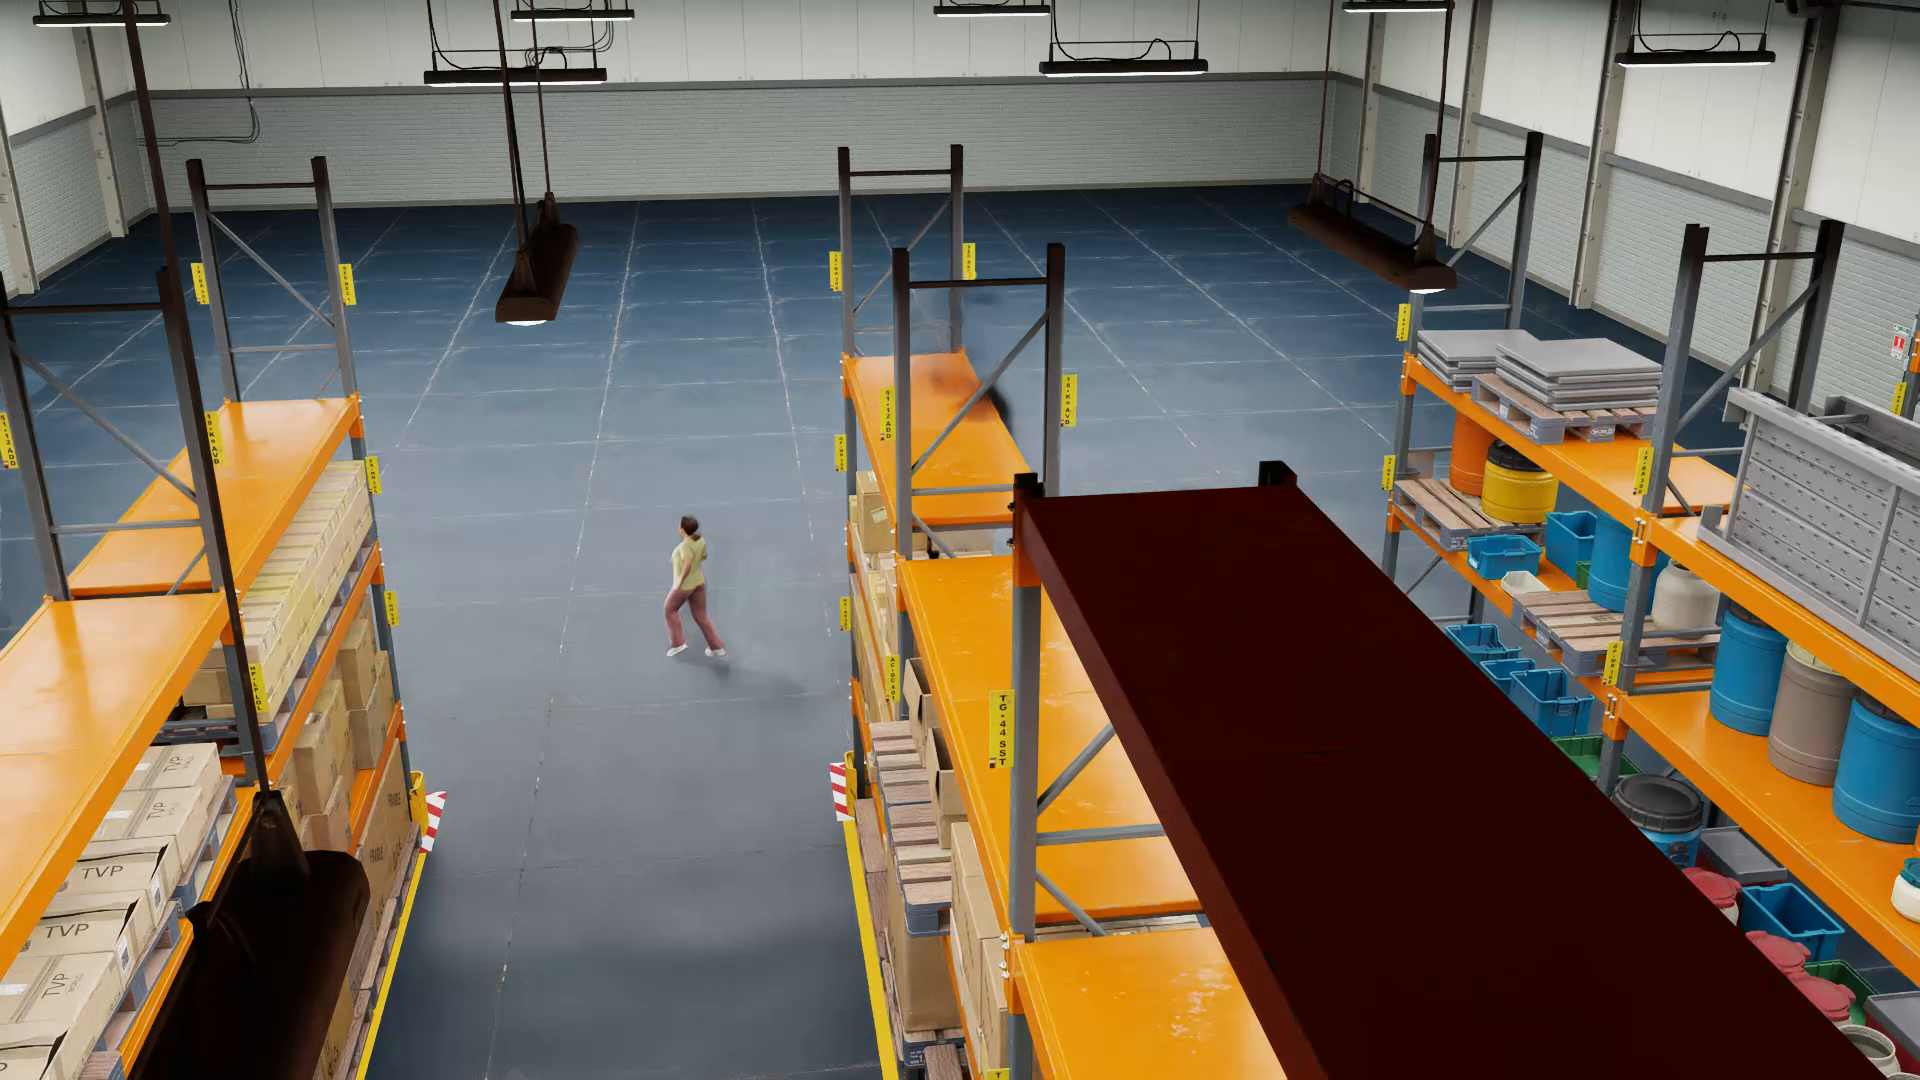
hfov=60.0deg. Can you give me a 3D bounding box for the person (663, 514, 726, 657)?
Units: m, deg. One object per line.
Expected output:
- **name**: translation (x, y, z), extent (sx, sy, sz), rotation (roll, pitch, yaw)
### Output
- **person**: translation (-2.900, 0.542, 18.036), extent (0.773, 1.714, 0.580), rotation (14, 26, 32)
